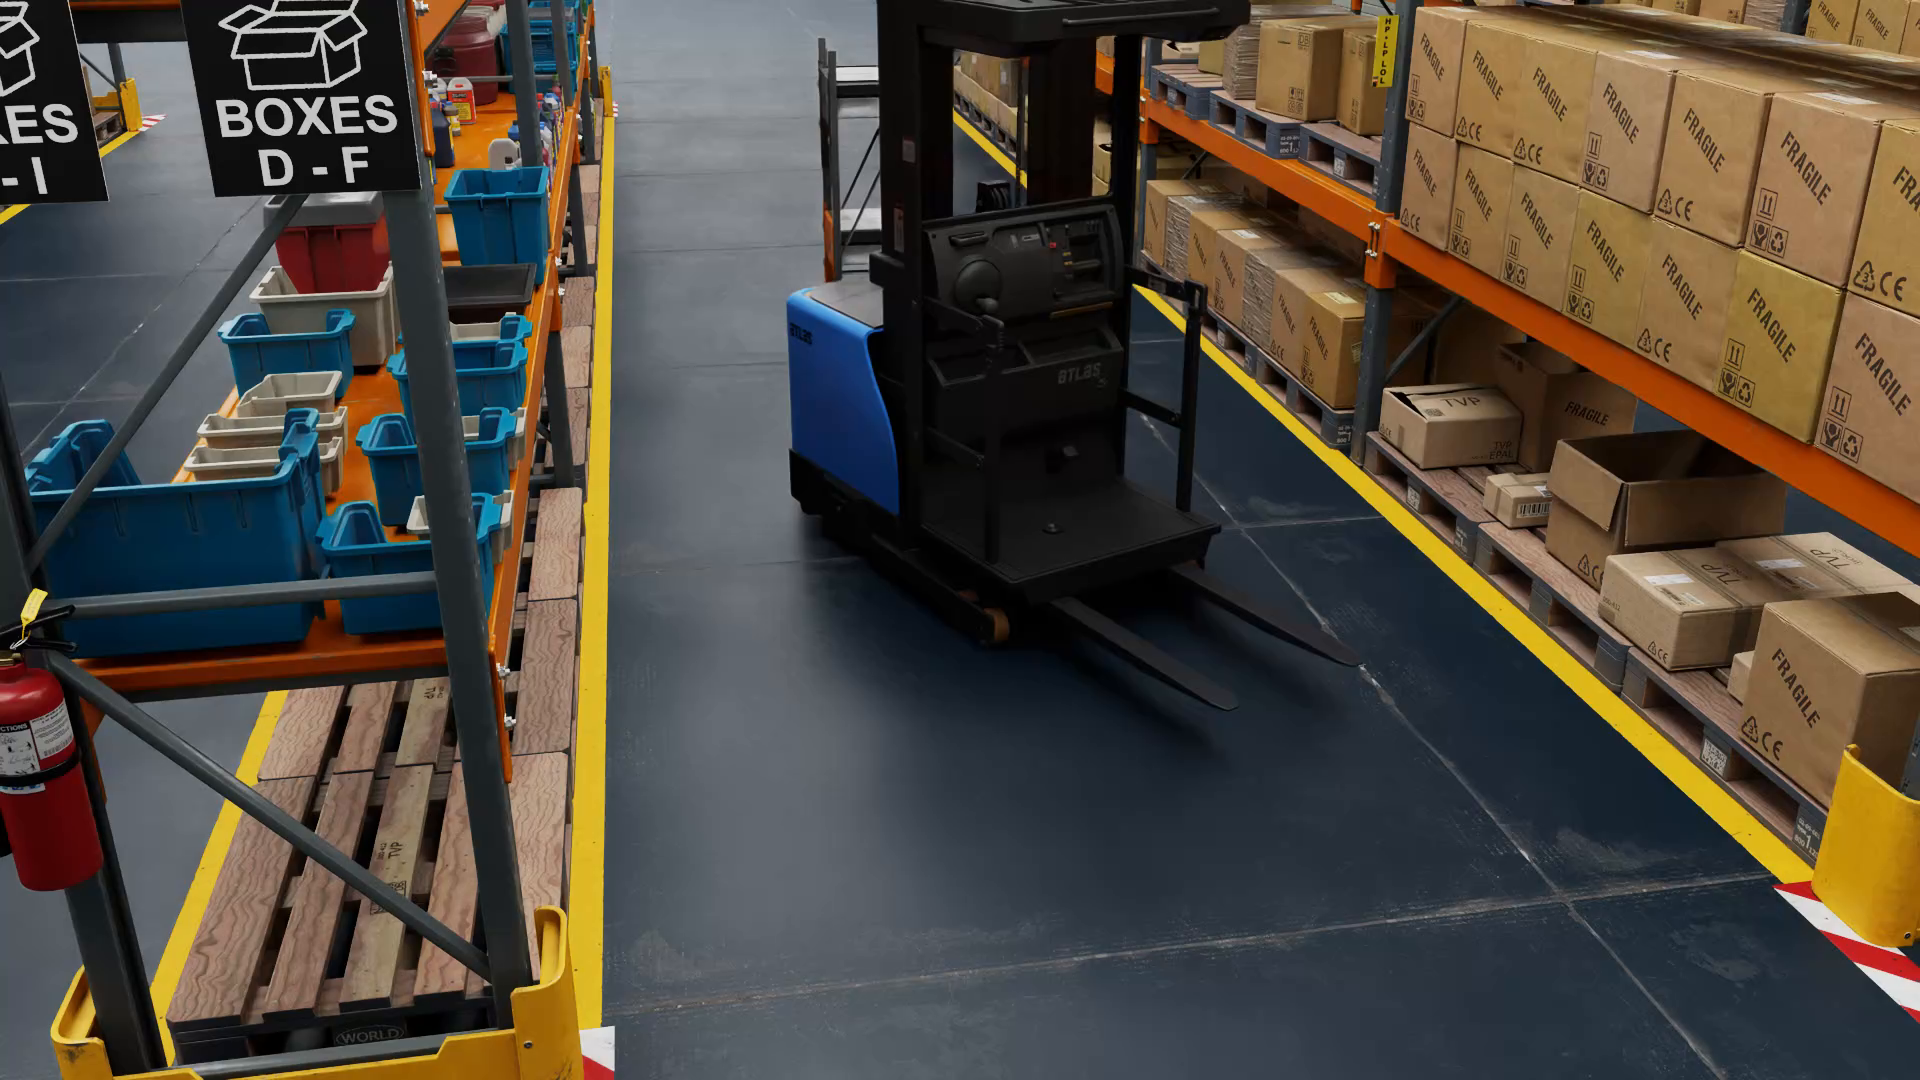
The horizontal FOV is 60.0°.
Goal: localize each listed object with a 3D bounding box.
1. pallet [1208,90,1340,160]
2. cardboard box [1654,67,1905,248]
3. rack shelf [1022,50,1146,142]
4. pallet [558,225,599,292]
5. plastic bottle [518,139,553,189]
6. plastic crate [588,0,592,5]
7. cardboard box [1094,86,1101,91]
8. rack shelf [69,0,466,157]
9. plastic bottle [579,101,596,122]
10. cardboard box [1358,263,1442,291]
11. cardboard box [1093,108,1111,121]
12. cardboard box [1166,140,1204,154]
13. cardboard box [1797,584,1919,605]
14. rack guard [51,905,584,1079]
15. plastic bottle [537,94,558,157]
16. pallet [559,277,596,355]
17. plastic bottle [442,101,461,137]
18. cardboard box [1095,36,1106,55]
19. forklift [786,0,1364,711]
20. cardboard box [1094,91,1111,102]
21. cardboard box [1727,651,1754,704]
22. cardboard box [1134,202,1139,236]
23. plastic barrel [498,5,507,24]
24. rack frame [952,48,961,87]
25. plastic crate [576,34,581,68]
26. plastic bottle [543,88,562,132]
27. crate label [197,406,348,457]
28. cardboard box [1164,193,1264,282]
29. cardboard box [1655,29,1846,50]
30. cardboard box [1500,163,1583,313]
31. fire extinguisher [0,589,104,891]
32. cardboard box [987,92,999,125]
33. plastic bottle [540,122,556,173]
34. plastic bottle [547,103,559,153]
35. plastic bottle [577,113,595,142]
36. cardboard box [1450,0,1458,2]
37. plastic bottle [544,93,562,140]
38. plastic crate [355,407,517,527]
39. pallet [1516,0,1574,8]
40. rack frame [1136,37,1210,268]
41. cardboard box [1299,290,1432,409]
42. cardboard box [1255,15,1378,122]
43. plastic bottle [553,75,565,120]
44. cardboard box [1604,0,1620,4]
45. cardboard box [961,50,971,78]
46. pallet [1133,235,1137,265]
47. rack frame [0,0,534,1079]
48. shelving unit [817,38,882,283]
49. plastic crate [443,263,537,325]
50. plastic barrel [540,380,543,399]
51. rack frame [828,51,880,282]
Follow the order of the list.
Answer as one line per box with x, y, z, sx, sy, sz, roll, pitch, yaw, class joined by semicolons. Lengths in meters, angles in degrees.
2.167;-2.528;10.031;1.003;0.211;1.213;-4;24;-10;pallet
2.735;-1.295;5.593;0.500;0.500;0.500;-4;24;-8;cardboard box
1.434;-3.838;13.688;1.077;0.370;4.000;-4;24;-10;rack shelf
-3.170;-2.045;12.169;1.003;0.211;1.213;-4;24;-10;pallet
-2.208;-1.960;8.645;0.152;0.276;0.135;-4;24;-10;plastic bottle
-4.044;-5.664;17.156;0.499;0.251;0.408;-4;24;-10;plastic crate
1.286;-4.436;16.132;0.500;0.500;0.500;-4;24;-10;cardboard box
-1.956;-1.701;5.047;1.077;0.370;4.000;-4;24;-10;rack shelf
-3.729;-4.270;16.633;0.152;0.276;0.135;-5;24;-11;plastic bottle
2.583;-1.281;9.508;0.500;0.500;0.500;-4;24;-9;cardboard box
1.080;-3.562;14.367;0.500;0.311;0.500;-5;24;-11;cardboard box
1.890;-3.004;13.090;0.500;0.311;0.500;-5;24;-11;cardboard box
3.368;0.393;5.988;0.500;0.250;0.500;-4;24;-10;cardboard box
-1.569;1.285;4.183;1.175;0.500;0.348;-4;24;-10;rack guard
-2.371;-2.350;9.445;0.144;0.351;0.185;-4;24;-10;plastic bottle
-2.879;-1.431;10.762;1.003;0.211;1.213;-4;24;-10;pallet
-3.098;-2.565;10.123;0.097;0.201;0.097;0;24;0;plastic bottle
1.380;-4.292;13.705;0.500;0.500;0.500;-4;24;-10;cardboard box
0.397;-1.123;6.660;1.130;2.935;3.031;-14;27;-30;forklift
1.420;-4.005;15.383;0.500;0.311;0.500;-4;24;-10;cardboard box
2.954;0.501;5.845;0.380;0.166;0.250;-4;24;-10;cardboard box
1.466;-2.502;12.642;0.500;0.250;0.500;-4;24;-8;cardboard box
-3.708;-3.970;12.923;0.433;0.535;0.433;0;24;0;plastic barrel
0.324;-6.527;18.948;1.000;3.000;0.127;-4;24;-10;rack frame
-3.206;-3.828;13.031;0.450;0.188;0.662;-4;24;-10;plastic crate
-2.489;-2.615;10.150;0.097;0.271;0.097;0;24;0;plastic bottle
-2.030;-0.306;4.957;0.396;0.136;0.243;-4;24;-10;crate label
1.709;-2.031;11.226;0.500;0.500;0.500;-5;24;-12;cardboard box
3.081;-1.732;6.594;0.500;0.500;0.500;-4;24;-9;cardboard box
2.558;-1.234;6.704;0.500;0.500;0.500;-4;24;-10;cardboard box
-2.005;0.430;3.579;0.296;0.674;0.183;-4;24;-10;fire extinguisher
0.573;-4.446;17.092;0.500;0.250;0.500;-4;24;-10;cardboard box
-2.263;-2.135;9.051;0.097;0.271;0.097;0;24;0;plastic bottle
-2.360;-2.385;9.609;0.061;0.283;0.133;-4;24;-10;plastic bottle
-3.546;-3.925;15.749;0.144;0.351;0.185;-4;24;-8;plastic bottle
5.354;-5.820;17.490;0.500;0.250;0.500;-4;24;-10;cardboard box
-2.453;-2.538;9.975;0.097;0.271;0.097;0;24;0;plastic bottle
-1.430;-0.200;4.595;0.416;0.233;0.300;-4;24;-10;plastic crate
5.930;-4.923;15.514;1.003;0.211;1.213;-4;24;-10;pallet
1.803;-3.381;11.743;1.000;3.000;0.127;-4;24;-10;rack frame
2.170;-1.036;8.949;0.500;0.500;0.500;-4;24;-10;cardboard box
2.156;-2.736;9.617;0.700;0.500;0.500;-11;26;-23;cardboard box
-2.571;-2.835;10.638;0.061;0.283;0.133;-4;24;-10;plastic bottle
6.088;-5.147;15.111;0.700;0.500;0.500;-2;24;-4;cardboard box
0.299;-5.380;18.293;0.500;0.500;0.500;-4;24;-10;cardboard box
1.689;-2.430;13.049;1.003;0.211;1.213;-4;24;-10;pallet
-1.589;0.131;3.702;0.949;2.616;0.053;-4;24;-10;rack frame
-0.452;-1.403;8.339;0.431;2.100;0.503;-4;24;-9;shelving unit
-1.855;-0.923;6.385;0.437;0.125;0.590;-4;24;-10;plastic crate
-2.540;-1.167;8.771;0.600;0.901;0.708;-4;24;-10;plastic barrel
-0.411;-1.307;8.118;0.400;2.100;0.015;-4;24;-9;rack frame
